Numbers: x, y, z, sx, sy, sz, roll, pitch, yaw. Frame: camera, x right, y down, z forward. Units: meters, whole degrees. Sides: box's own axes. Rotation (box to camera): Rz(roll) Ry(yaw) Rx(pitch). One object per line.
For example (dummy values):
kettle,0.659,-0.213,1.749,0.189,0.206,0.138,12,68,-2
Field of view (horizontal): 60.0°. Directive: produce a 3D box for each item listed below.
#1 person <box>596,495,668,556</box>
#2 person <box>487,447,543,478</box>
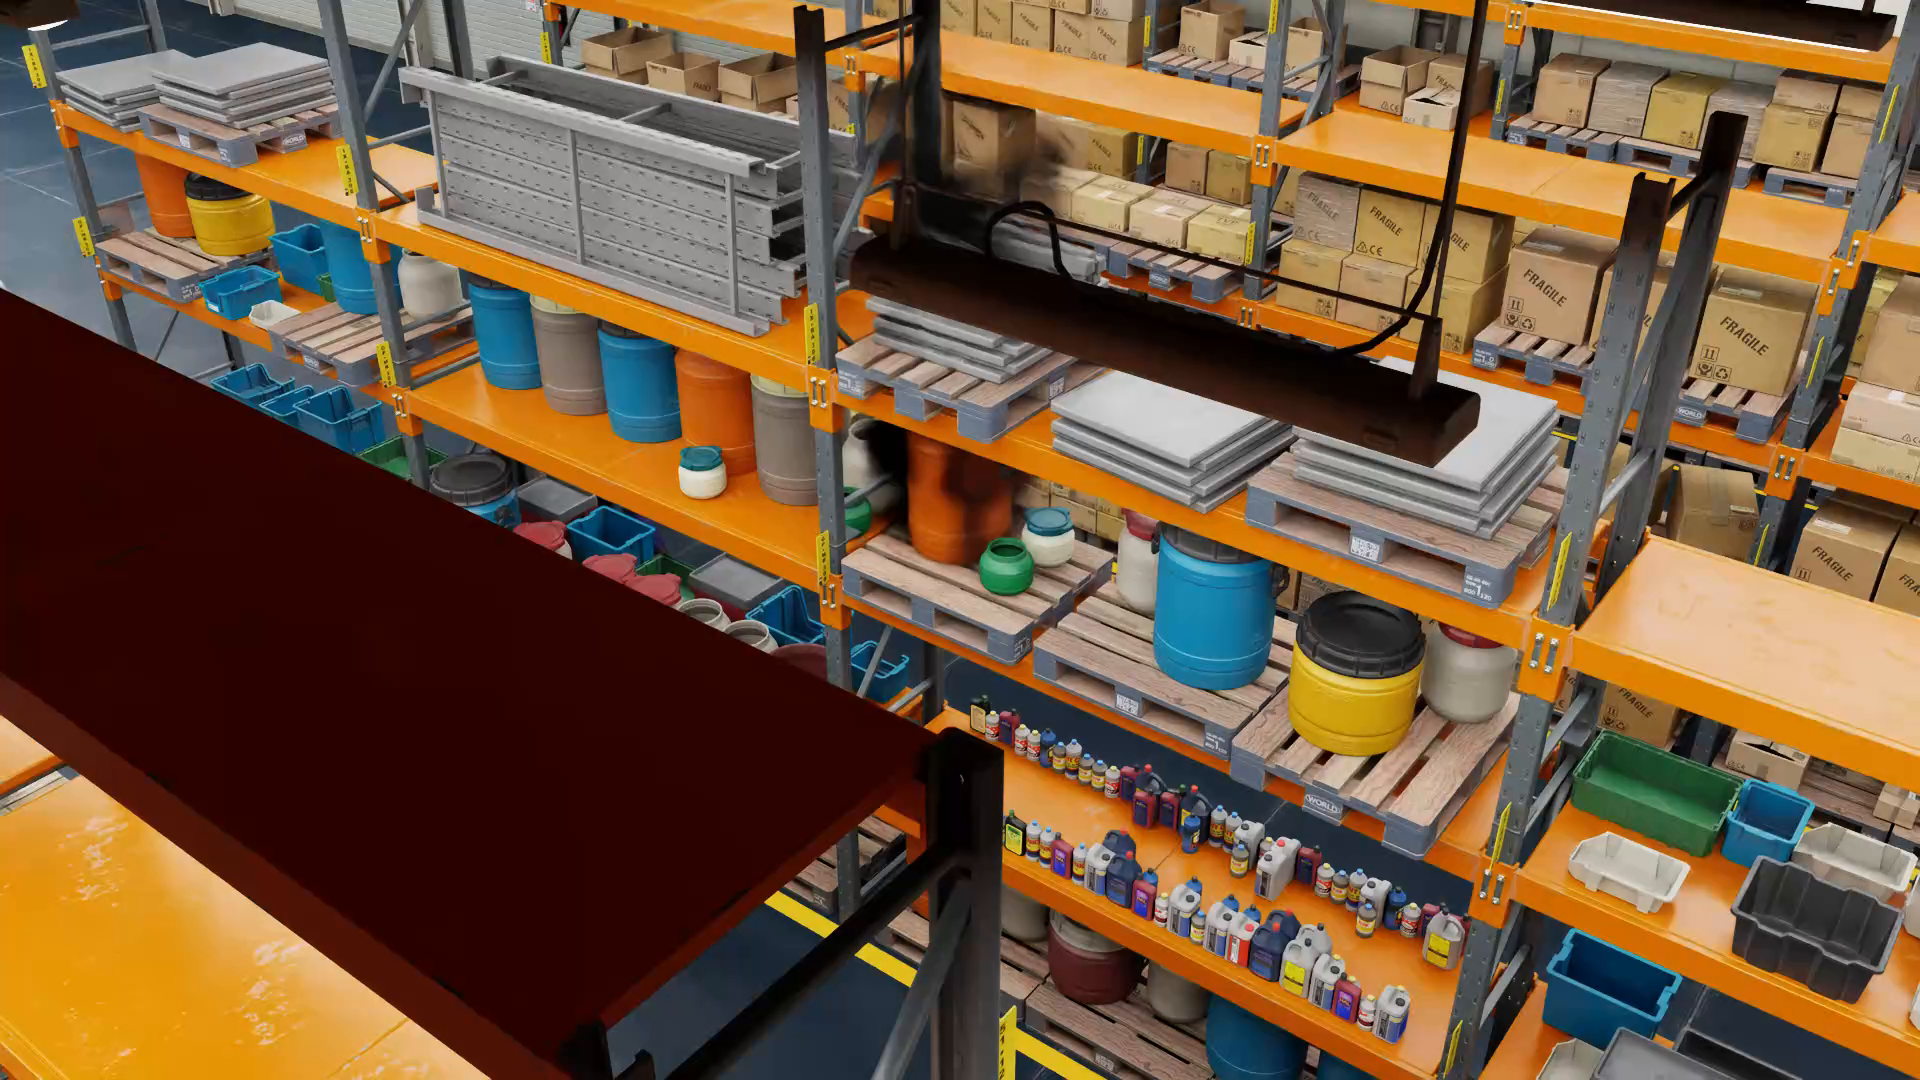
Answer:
person,-2.989,-0.486,14.559,0.863,1.598,0.598,17,35,26
person,-4.076,-0.913,15.093,0.963,1.700,0.661,19,36,29
